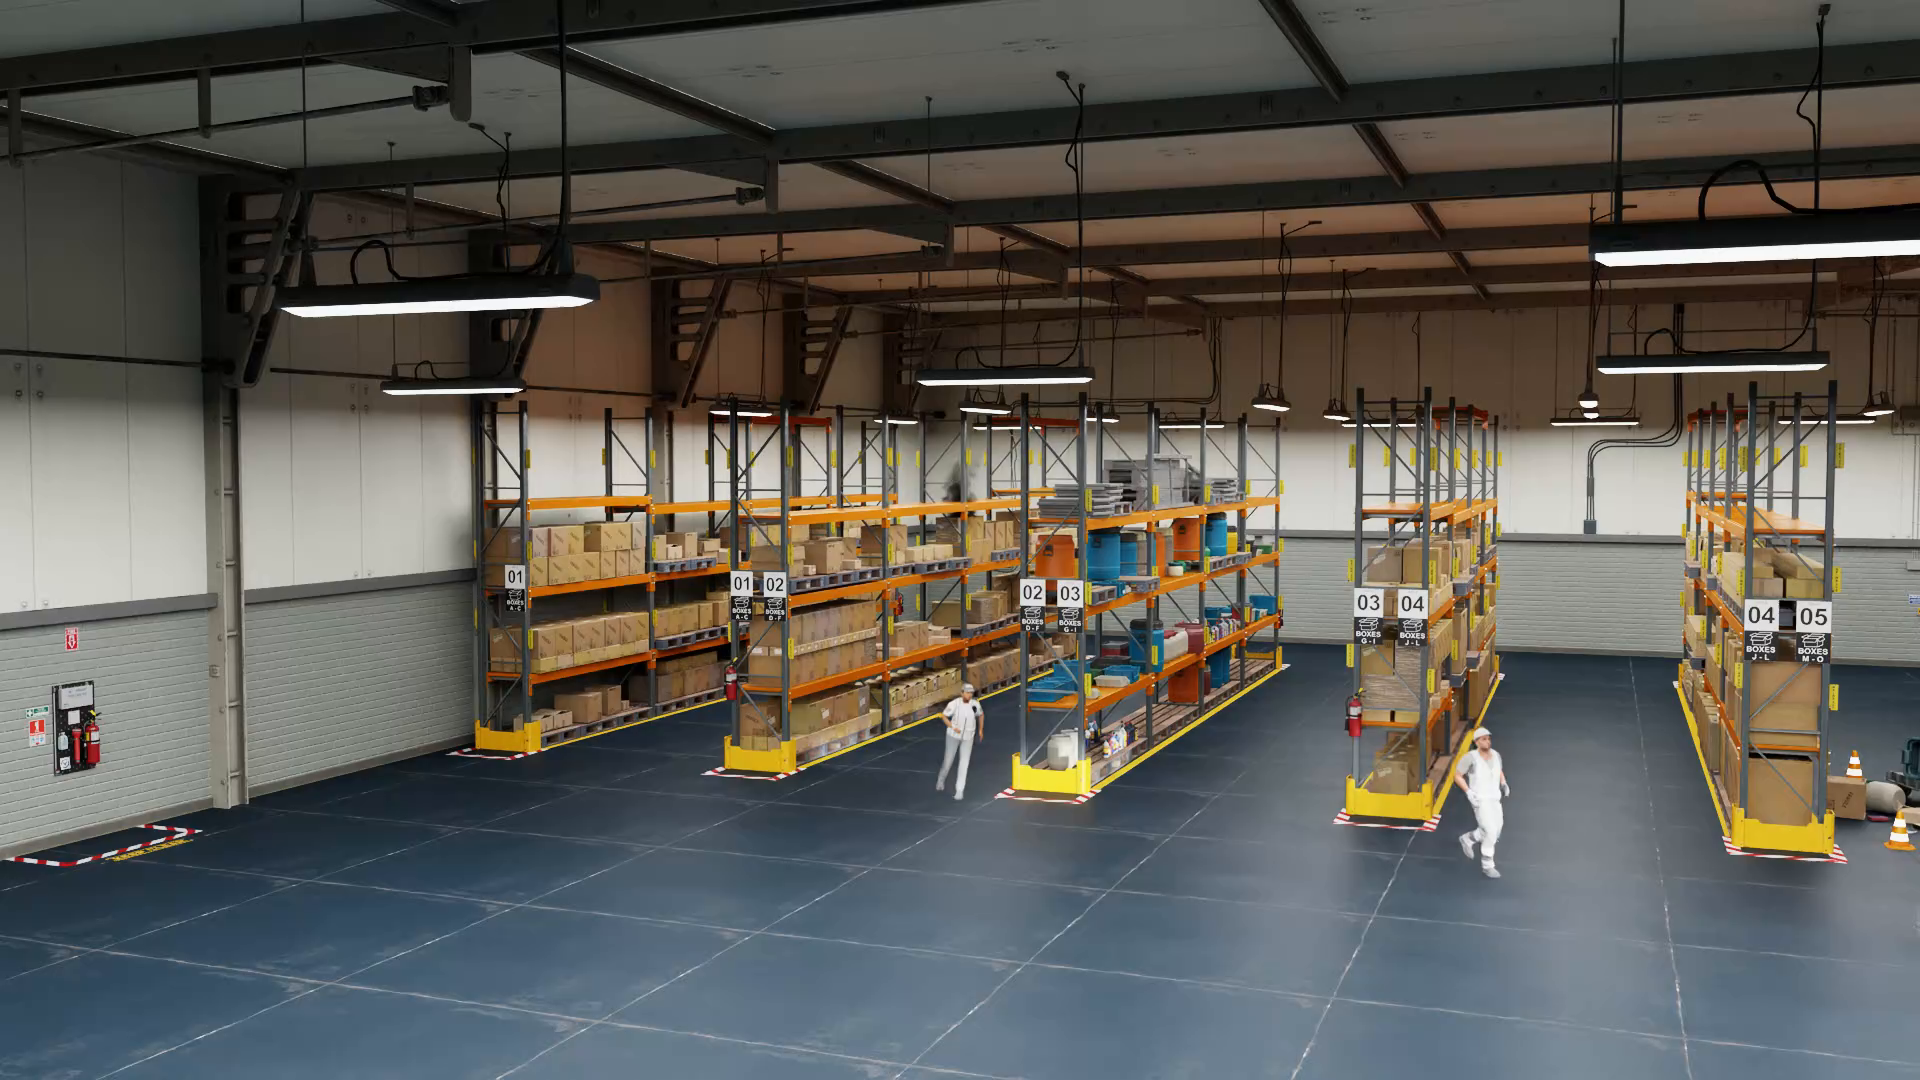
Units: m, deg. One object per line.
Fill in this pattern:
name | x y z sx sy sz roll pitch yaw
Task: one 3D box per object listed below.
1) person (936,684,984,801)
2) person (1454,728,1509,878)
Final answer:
person | 0.034 2.966 24.751 0.706 1.671 0.858 0 3 -9
person | 6.320 3.149 20.153 0.650 1.768 0.722 -1 3 -22
